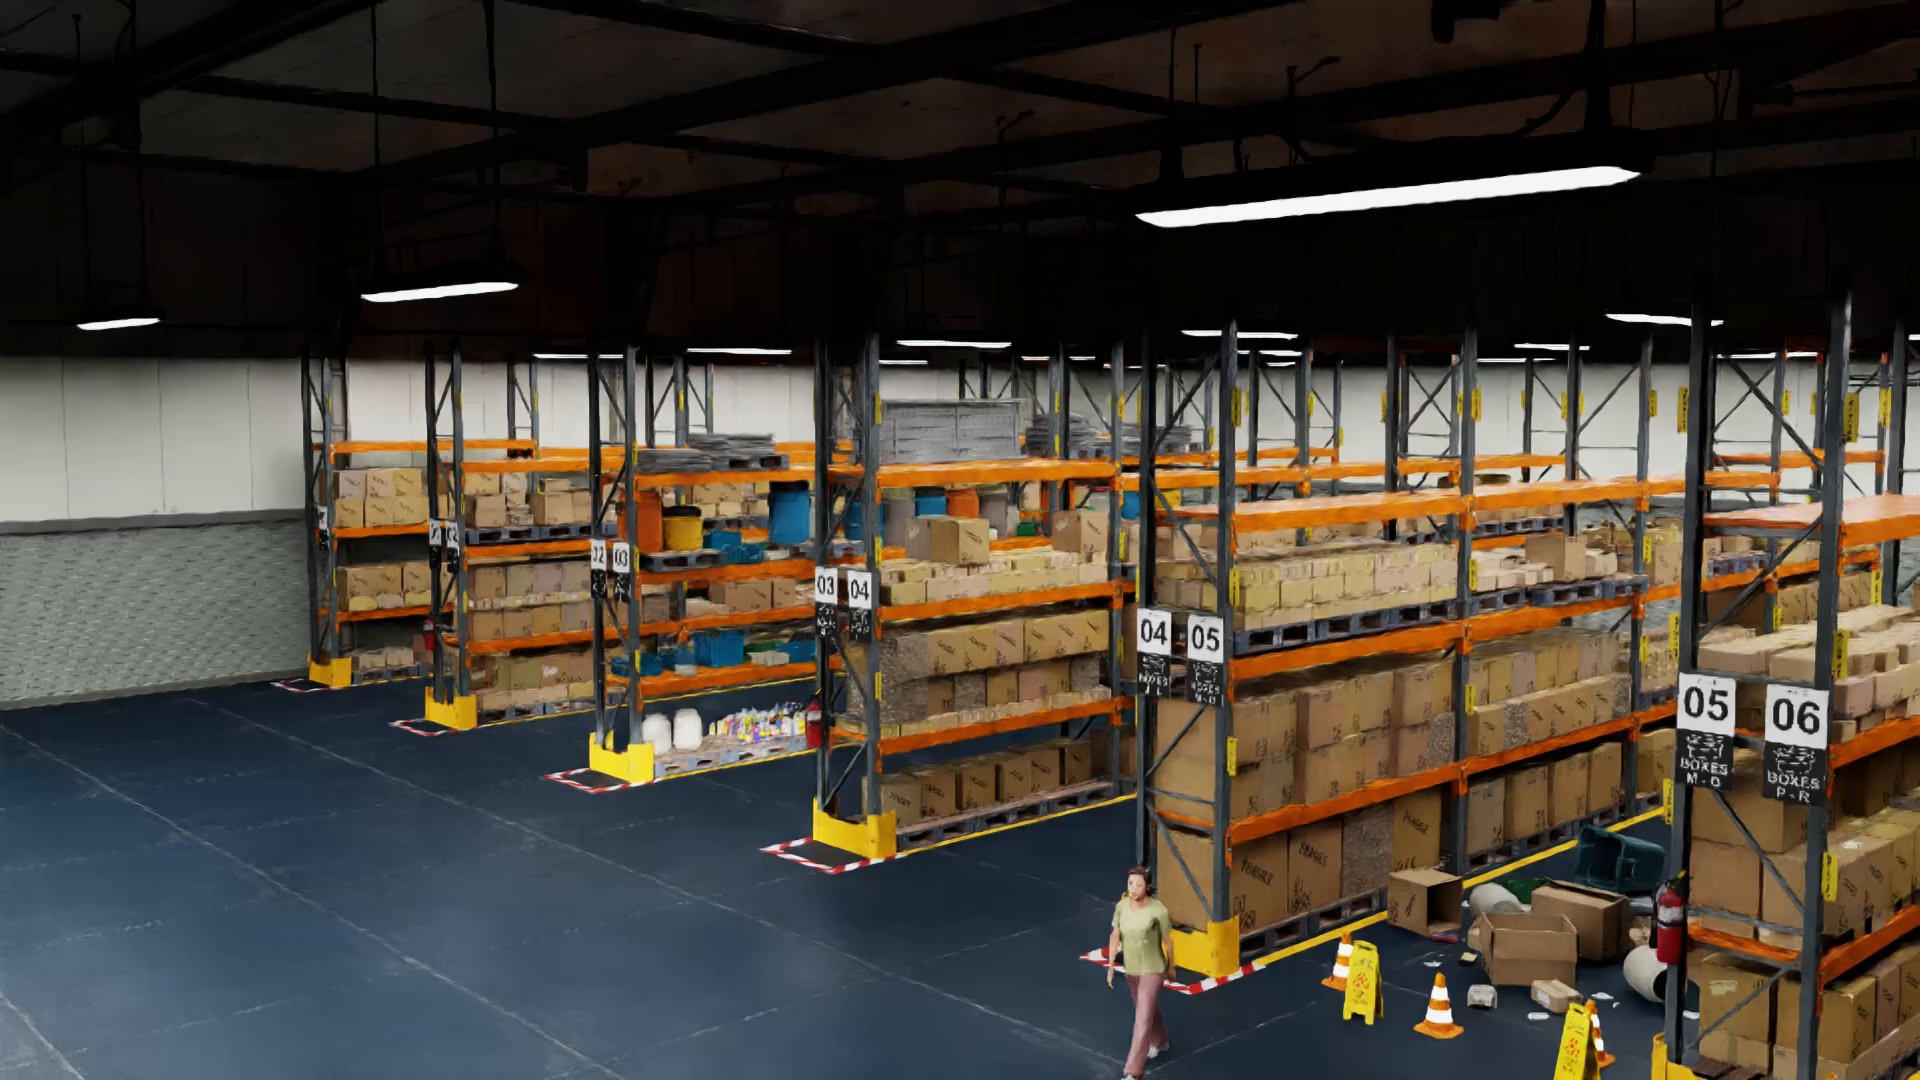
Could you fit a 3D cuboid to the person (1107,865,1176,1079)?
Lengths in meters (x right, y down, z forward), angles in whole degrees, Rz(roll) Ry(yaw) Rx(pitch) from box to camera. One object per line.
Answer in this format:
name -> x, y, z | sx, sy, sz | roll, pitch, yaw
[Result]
person -> 1.351, 3.245, 12.581 | 0.446, 1.604, 1.018 | 4, 6, 38
